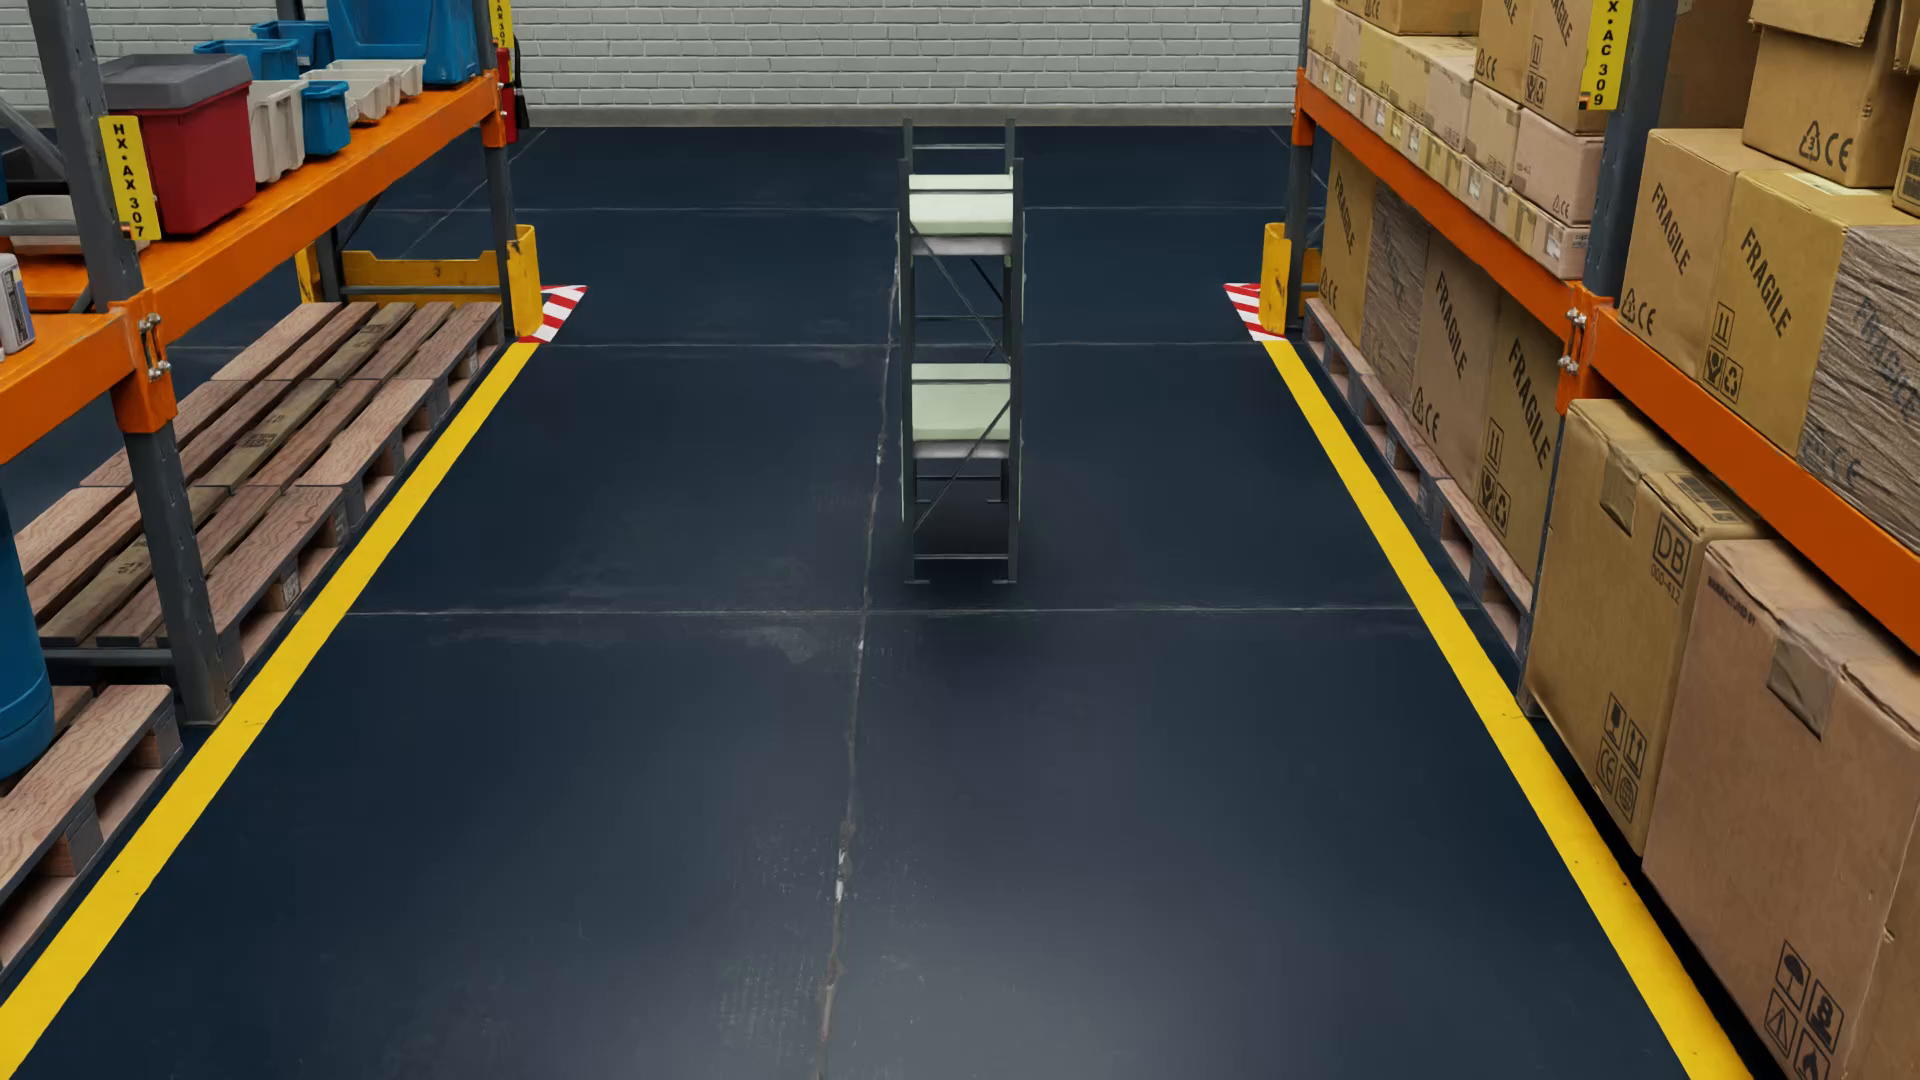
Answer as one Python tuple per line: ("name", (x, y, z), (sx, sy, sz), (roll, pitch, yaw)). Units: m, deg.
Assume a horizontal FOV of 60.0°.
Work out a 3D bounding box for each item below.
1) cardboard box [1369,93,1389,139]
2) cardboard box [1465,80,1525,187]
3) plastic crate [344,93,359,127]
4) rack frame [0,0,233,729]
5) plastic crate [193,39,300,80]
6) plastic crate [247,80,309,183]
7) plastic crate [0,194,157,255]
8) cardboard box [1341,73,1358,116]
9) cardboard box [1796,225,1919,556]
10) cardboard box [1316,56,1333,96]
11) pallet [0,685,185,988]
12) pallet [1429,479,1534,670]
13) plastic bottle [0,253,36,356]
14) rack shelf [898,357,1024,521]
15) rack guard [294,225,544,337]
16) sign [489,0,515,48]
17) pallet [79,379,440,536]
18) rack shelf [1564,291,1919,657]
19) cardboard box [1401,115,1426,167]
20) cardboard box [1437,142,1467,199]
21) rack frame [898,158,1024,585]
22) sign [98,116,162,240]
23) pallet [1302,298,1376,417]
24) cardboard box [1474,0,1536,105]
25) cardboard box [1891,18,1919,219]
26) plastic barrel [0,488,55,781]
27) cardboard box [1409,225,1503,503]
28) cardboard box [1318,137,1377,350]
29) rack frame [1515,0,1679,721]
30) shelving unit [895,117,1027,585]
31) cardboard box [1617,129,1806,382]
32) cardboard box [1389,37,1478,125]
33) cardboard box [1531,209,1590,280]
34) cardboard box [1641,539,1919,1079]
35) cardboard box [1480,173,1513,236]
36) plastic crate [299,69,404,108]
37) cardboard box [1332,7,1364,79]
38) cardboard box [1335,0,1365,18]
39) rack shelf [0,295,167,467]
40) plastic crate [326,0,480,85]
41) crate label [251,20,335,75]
("cardboard box", (1.865, -1.702, 6.677), (0.380, 0.149, 0.250), (-1, 24, -1))
("cardboard box", (1.943, -1.307, 5.320), (0.500, 0.250, 0.500), (0, 24, 1))
("plastic crate", (-2.550, -1.687, 6.588), (0.298, 0.136, 0.250), (0, 24, -1))
("rack frame", (-2.734, -0.823, 4.430), (1.000, 3.000, 0.127), (0, 24, -1))
("plastic crate", (-3.097, -2.048, 7.269), (0.416, 0.233, 0.300), (0, 24, -1))
("plastic crate", (-2.566, -1.427, 5.835), (0.437, 0.282, 0.530), (0, 24, -1))
("plastic crate", (-2.596, -0.923, 4.898), (0.396, 0.136, 0.243), (0, 24, -1))
("cardboard box", (1.860, -1.913, 7.144), (0.380, 0.149, 0.250), (-1, 24, -1))
("cardboard box", (1.985, -0.287, 3.123), (0.500, 0.500, 0.500), (-1, 24, -2))
("cardboard box", (1.853, -2.126, 7.615), (0.380, 0.149, 0.250), (-1, 24, -1))
("pallet", (-2.767, 0.765, 4.301), (1.003, 0.211, 1.213), (0, 24, -1))
("pallet", (2.289, 0.111, 5.748), (1.003, 0.211, 1.213), (0, 24, -1))
("plastic bottle", (-2.406, -0.606, 4.100), (0.152, 0.276, 0.135), (0, 24, -1))
("rack shelf", (0.000, -0.384, 6.069), (0.431, 0.370, 0.720), (0, 24, -1))
("rack guard", (-2.791, -1.342, 8.611), (1.175, 0.500, 0.348), (0, 24, -1))
("sign", (-2.228, -2.555, 8.061), (0.100, 0.325, 0.005), (0, 24, -1))
("pallet", (-2.797, -0.360, 6.789), (1.003, 0.211, 1.213), (0, 24, -1))
("rack shelf", (2.241, 0.306, 2.806), (1.077, 0.370, 4.000), (0, 24, -1))
("cardboard box", (1.872, -1.490, 6.209), (0.380, 0.149, 0.250), (0, 24, 0))
("cardboard box", (1.876, -1.279, 5.743), (0.380, 0.149, 0.250), (0, 24, 0))
("rack frame", (0.004, -0.530, 5.601), (0.400, 1.500, 0.023), (0, 24, -1))
("sign", (-2.184, -0.951, 4.377), (0.100, 0.325, 0.005), (0, 24, -1))
("pallet", (2.262, -0.894, 7.971), (1.003, 0.211, 1.213), (0, 24, -1))
("cardboard box", (1.945, -1.649, 5.167), (0.500, 0.500, 0.500), (0, 24, 0))
("cardboard box", (2.230, -0.802, 3.045), (0.797, 0.503, 0.637), (0, 24, 0))
("plastic barrel", (-2.745, 0.166, 4.280), (0.600, 0.901, 0.708), (0, 24, -1))
("cardboard box", (2.282, -0.712, 6.253), (0.875, 0.875, 0.875), (0, 24, -1))
("cardboard box", (2.262, -1.454, 7.893), (0.875, 0.875, 0.875), (0, 24, -1))
("rack frame", (2.219, -0.846, 4.479), (1.000, 3.000, 0.127), (0, 24, -1))
("shelving unit", (0.000, -0.681, 5.935), (0.431, 1.500, 0.755), (0, 24, -1))
("cardboard box", (1.974, -0.700, 4.037), (0.500, 0.500, 0.500), (0, 24, 0))
("cardboard box", (1.935, -1.726, 6.247), (0.500, 0.250, 0.500), (-1, 24, -2))
("cardboard box", (1.888, -0.855, 4.806), (0.380, 0.149, 0.250), (0, 24, 0))
("cardboard box", (2.256, 0.563, 3.434), (1.225, 0.875, 0.875), (-1, 24, -2))
("cardboard box", (1.882, -1.067, 5.274), (0.380, 0.149, 0.250), (-1, 24, -1))
("plastic crate", (-2.599, -1.924, 7.111), (0.396, 0.136, 0.243), (0, 24, -1))
("cardboard box", (1.923, -2.148, 7.180), (0.500, 0.250, 0.500), (-1, 24, -1))
("cardboard box", (1.916, -2.498, 7.043), (0.500, 0.500, 0.500), (-1, 24, -2))
("rack shelf", (-2.712, 0.329, 2.756), (1.077, 0.370, 4.000), (0, 24, -1))
("plastic crate", (-2.587, -2.378, 7.752), (0.616, 0.435, 0.499), (0, 24, -1))
("crate label", (-3.104, -2.319, 7.869), (0.416, 0.233, 0.303), (0, 24, -1))
